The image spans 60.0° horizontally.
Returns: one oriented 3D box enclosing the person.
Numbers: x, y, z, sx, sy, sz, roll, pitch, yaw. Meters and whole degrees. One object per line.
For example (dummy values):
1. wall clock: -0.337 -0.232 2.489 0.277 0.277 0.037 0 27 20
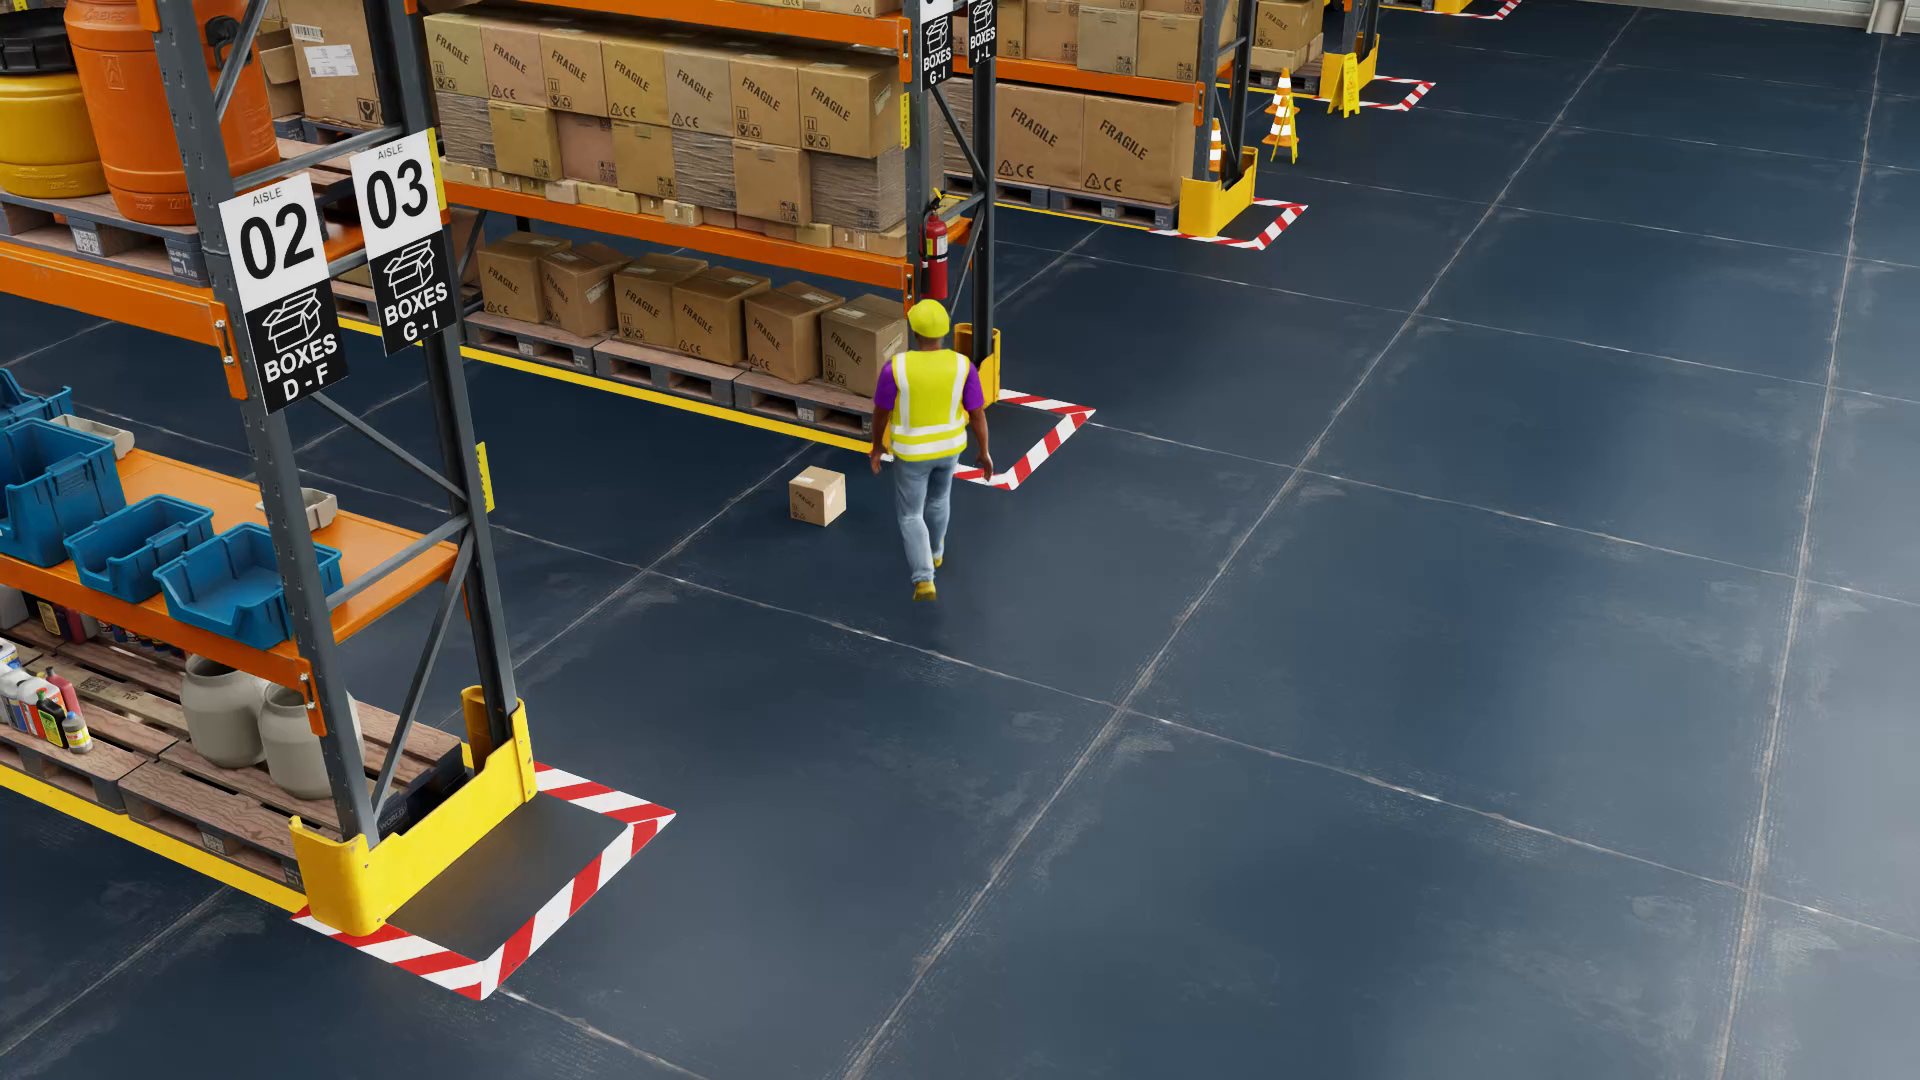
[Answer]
1. person: -0.155 -0.505 9.156 0.660 1.739 0.930 -7 31 -12
